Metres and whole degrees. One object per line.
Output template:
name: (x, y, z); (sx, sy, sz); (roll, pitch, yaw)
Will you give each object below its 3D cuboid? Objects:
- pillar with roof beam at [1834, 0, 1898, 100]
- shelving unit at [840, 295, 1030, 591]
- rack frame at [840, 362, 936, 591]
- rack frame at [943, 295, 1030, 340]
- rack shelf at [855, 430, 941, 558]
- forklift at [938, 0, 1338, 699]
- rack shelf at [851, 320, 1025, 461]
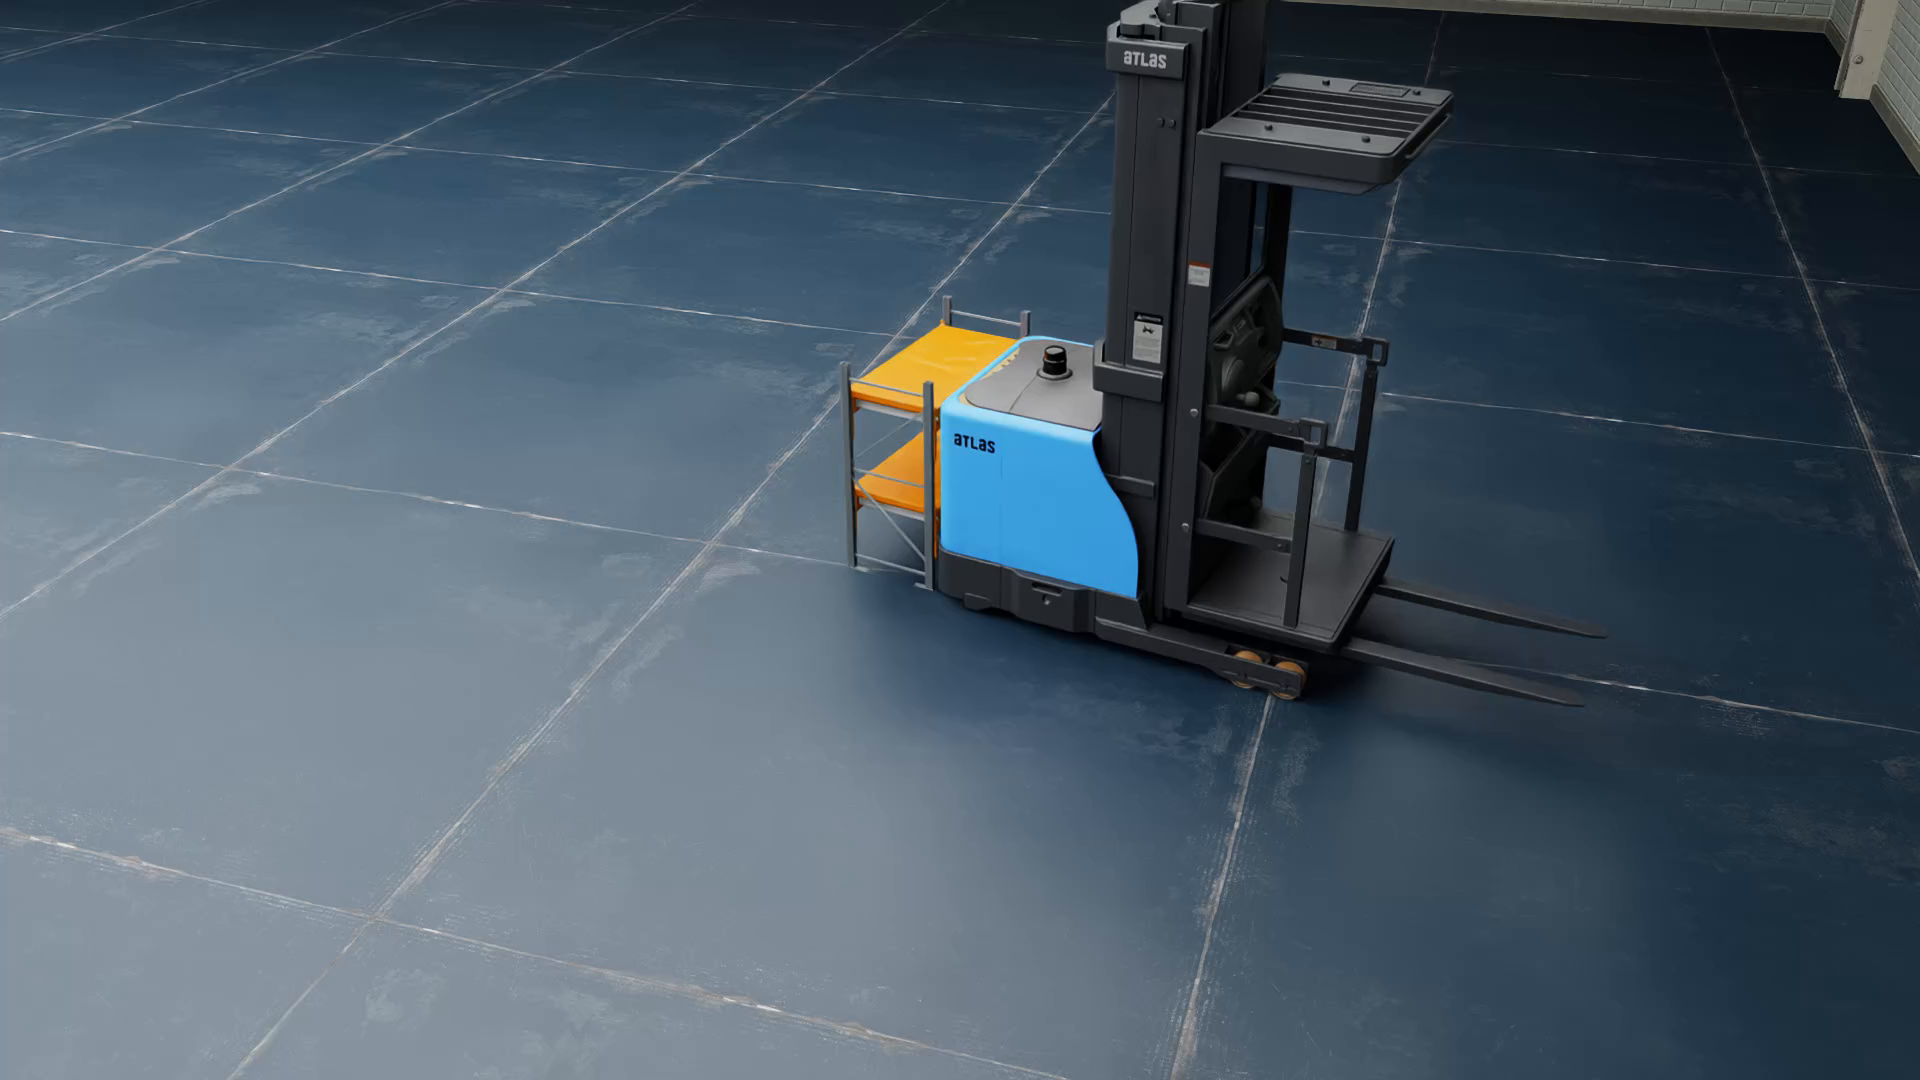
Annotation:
pillar with roof beam: (4.963, -9.081, 15.818); (9.100, 9.000, 0.400); (8, 30, 15)
shelving unit: (-0.107, -0.517, 8.523); (0.538, 1.125, 1.048); (15, 32, 25)
rack frame: (-0.348, -0.300, 8.132); (0.500, 1.125, 0.032); (15, 32, 25)
rack frame: (0.135, -0.735, 8.914); (0.500, 1.125, 0.032); (15, 32, 25)
rack shelf: (-0.107, -0.304, 8.642); (0.538, 0.278, 1.000); (15, 32, 25)
forklift: (1.444, -0.862, 7.284); (3.031, 2.935, 1.130); (14, 32, 23)
rack shelf: (-0.107, -0.773, 8.381); (0.538, 0.278, 1.000); (15, 32, 25)
